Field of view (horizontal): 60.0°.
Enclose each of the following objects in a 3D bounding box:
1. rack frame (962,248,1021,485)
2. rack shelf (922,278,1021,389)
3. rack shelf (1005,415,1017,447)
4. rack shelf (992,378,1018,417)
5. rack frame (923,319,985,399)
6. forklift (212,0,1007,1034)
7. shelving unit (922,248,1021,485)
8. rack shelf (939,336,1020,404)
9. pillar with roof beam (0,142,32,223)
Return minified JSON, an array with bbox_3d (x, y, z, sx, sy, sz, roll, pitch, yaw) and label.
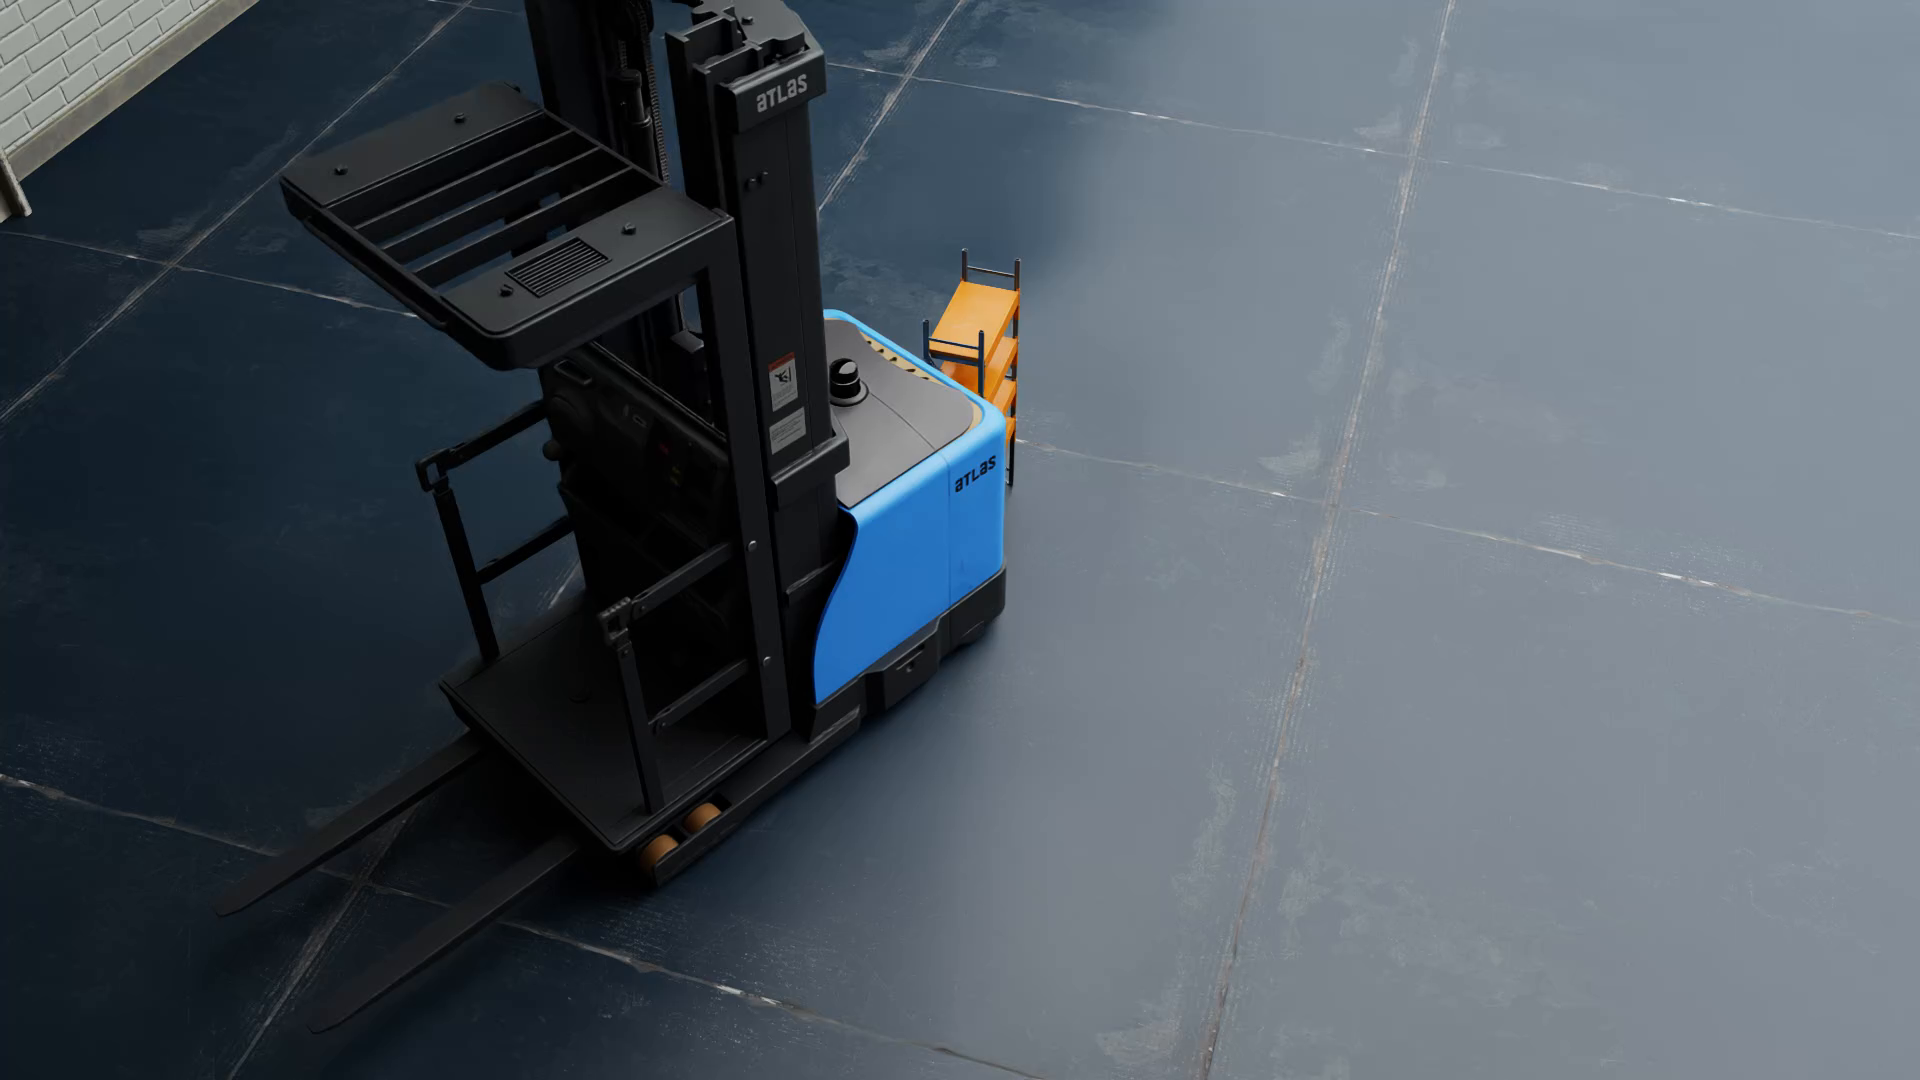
[{"bbox_3d":[0.124,-0.702,7.008,0.240,1.200,0.015,13,46,12],"label":"rack frame"},{"bbox_3d":[0.050,-0.820,6.567,0.258,0.148,0.480,13,46,12],"label":"rack shelf"},{"bbox_3d":[0.050,-0.349,7.028,0.258,0.148,0.480,13,46,12],"label":"rack shelf"},{"bbox_3d":[0.050,-0.491,6.889,0.258,0.148,0.480,13,46,12],"label":"rack shelf"},{"bbox_3d":[-0.024,-0.377,6.676,0.240,1.200,0.015,13,46,12],"label":"rack frame"},{"bbox_3d":[-1.208,-0.247,5.306,1.130,2.935,3.031,35,54,30],"label":"forklift"},{"bbox_3d":[0.050,-0.539,6.842,0.258,1.200,0.503,13,46,12],"label":"shelving unit"},{"bbox_3d":[0.050,-0.651,6.733,0.258,0.148,0.480,13,46,12],"label":"rack shelf"},{"bbox_3d":[-1.097,-3.976,4.778,9.100,9.000,0.400,13,46,13],"label":"pillar with roof beam"}]
